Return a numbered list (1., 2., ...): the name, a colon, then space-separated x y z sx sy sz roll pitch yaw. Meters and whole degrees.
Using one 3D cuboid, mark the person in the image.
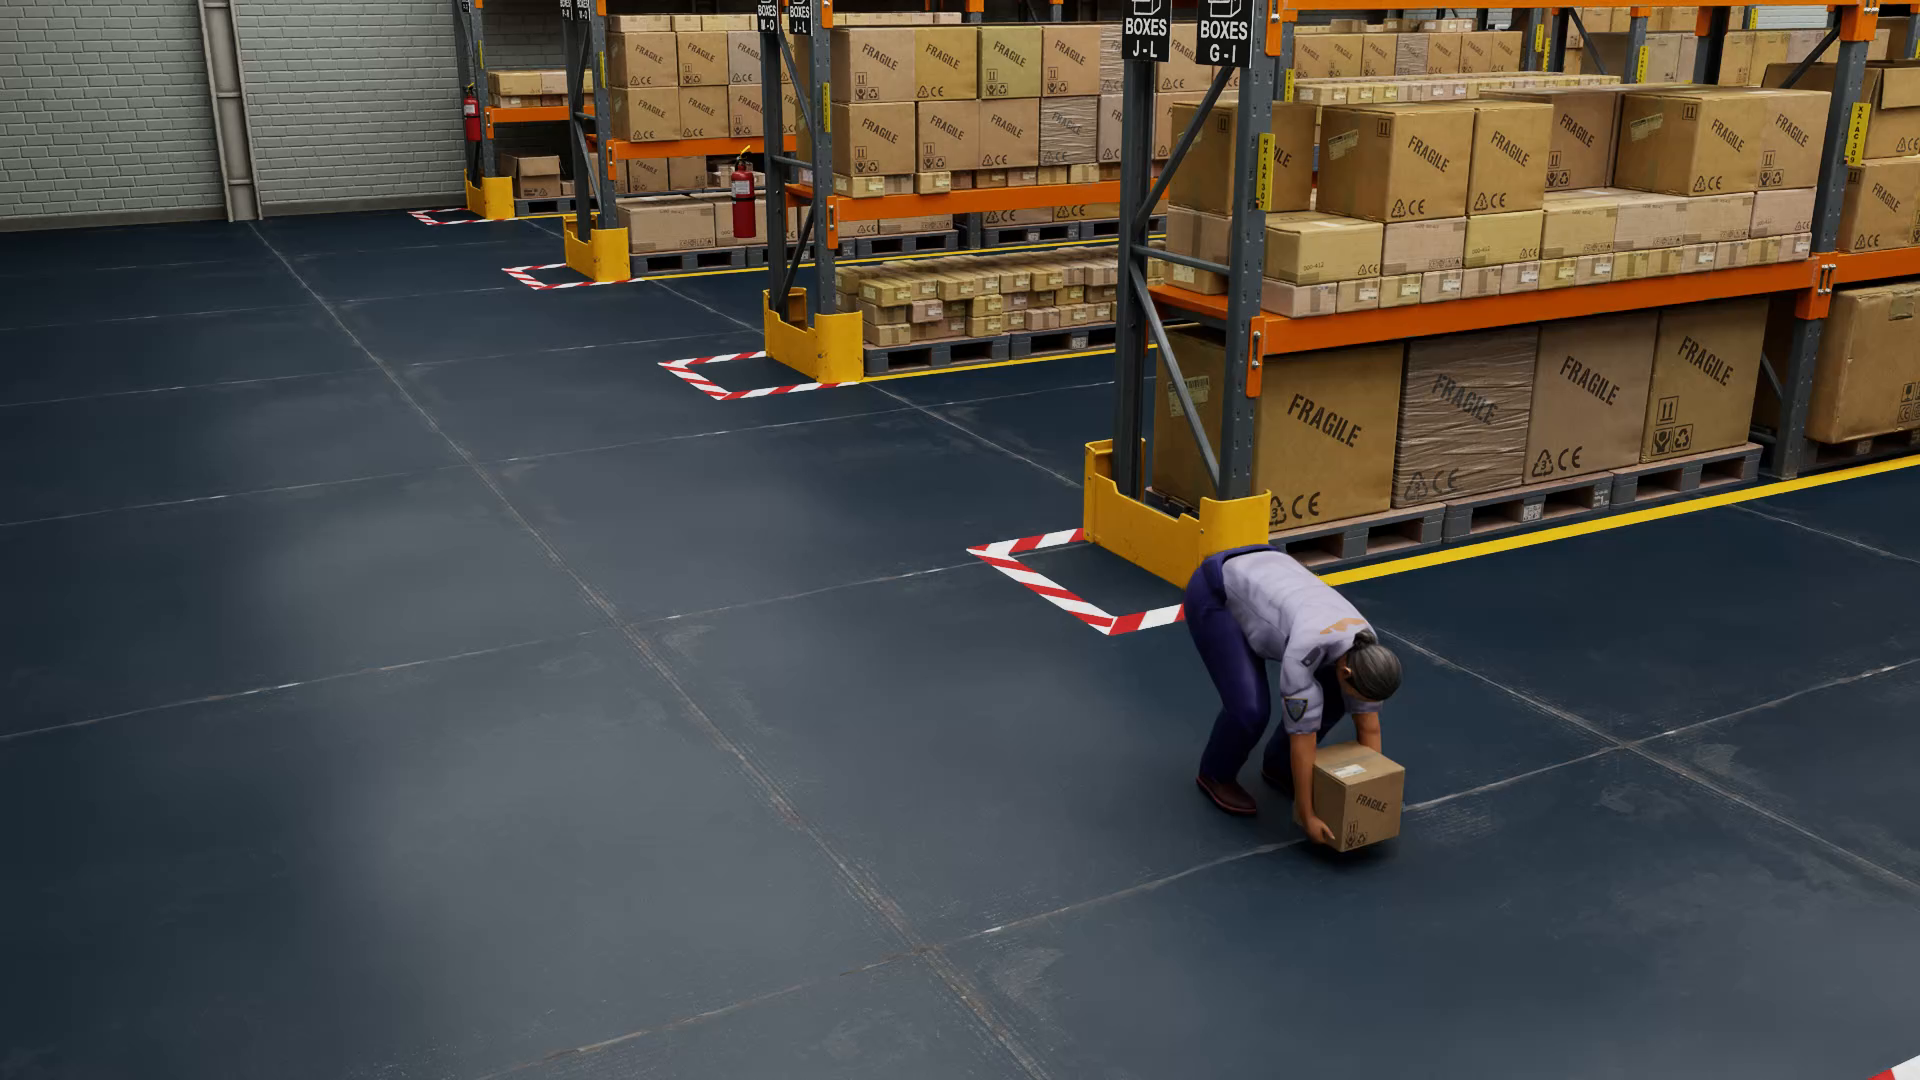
1. person: 1.147 0.526 5.704 0.500 0.895 0.899 -11 21 -29
